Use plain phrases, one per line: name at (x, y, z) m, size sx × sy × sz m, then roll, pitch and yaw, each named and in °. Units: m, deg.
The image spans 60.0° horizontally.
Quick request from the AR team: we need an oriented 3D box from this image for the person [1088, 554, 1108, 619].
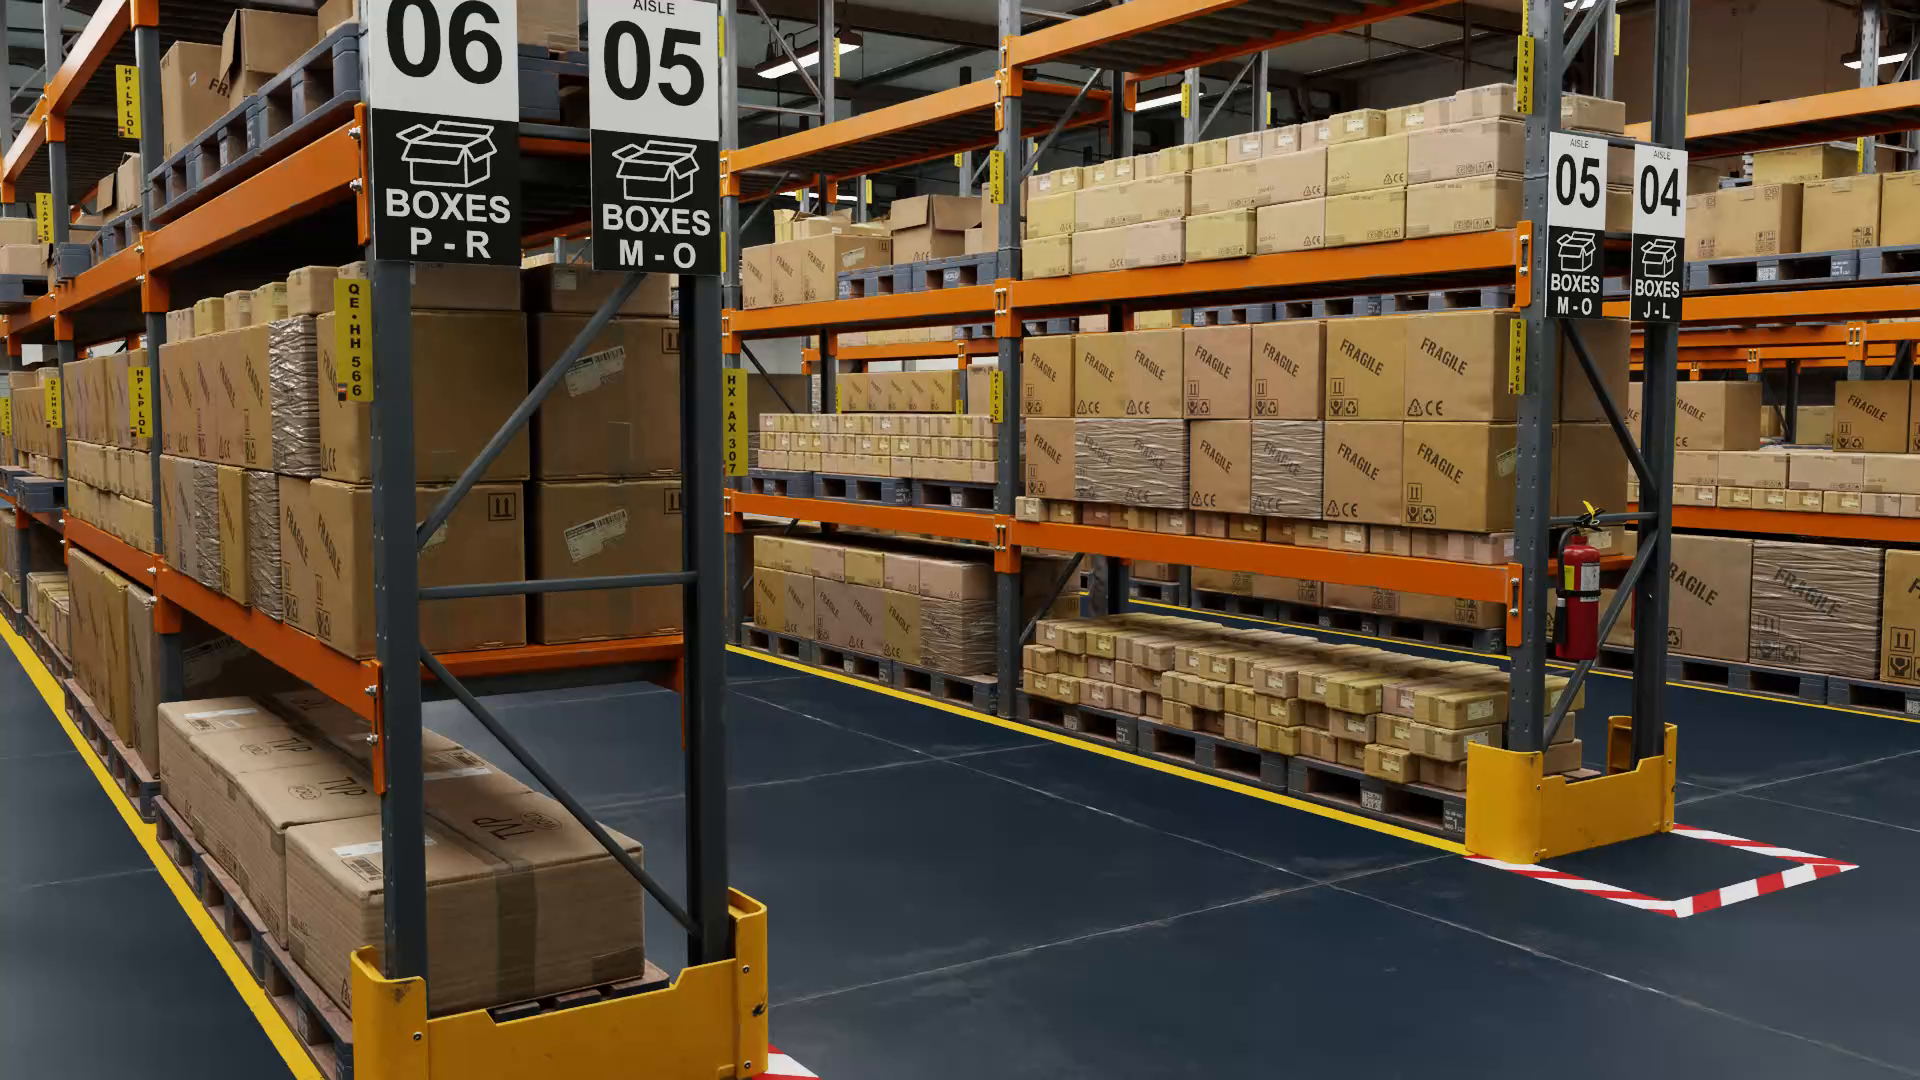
person at (1.368, -0.042, 14.730) m, size 0.504 × 1.760 × 0.582 m, roll -3°, pitch 5°, yaw -33°
